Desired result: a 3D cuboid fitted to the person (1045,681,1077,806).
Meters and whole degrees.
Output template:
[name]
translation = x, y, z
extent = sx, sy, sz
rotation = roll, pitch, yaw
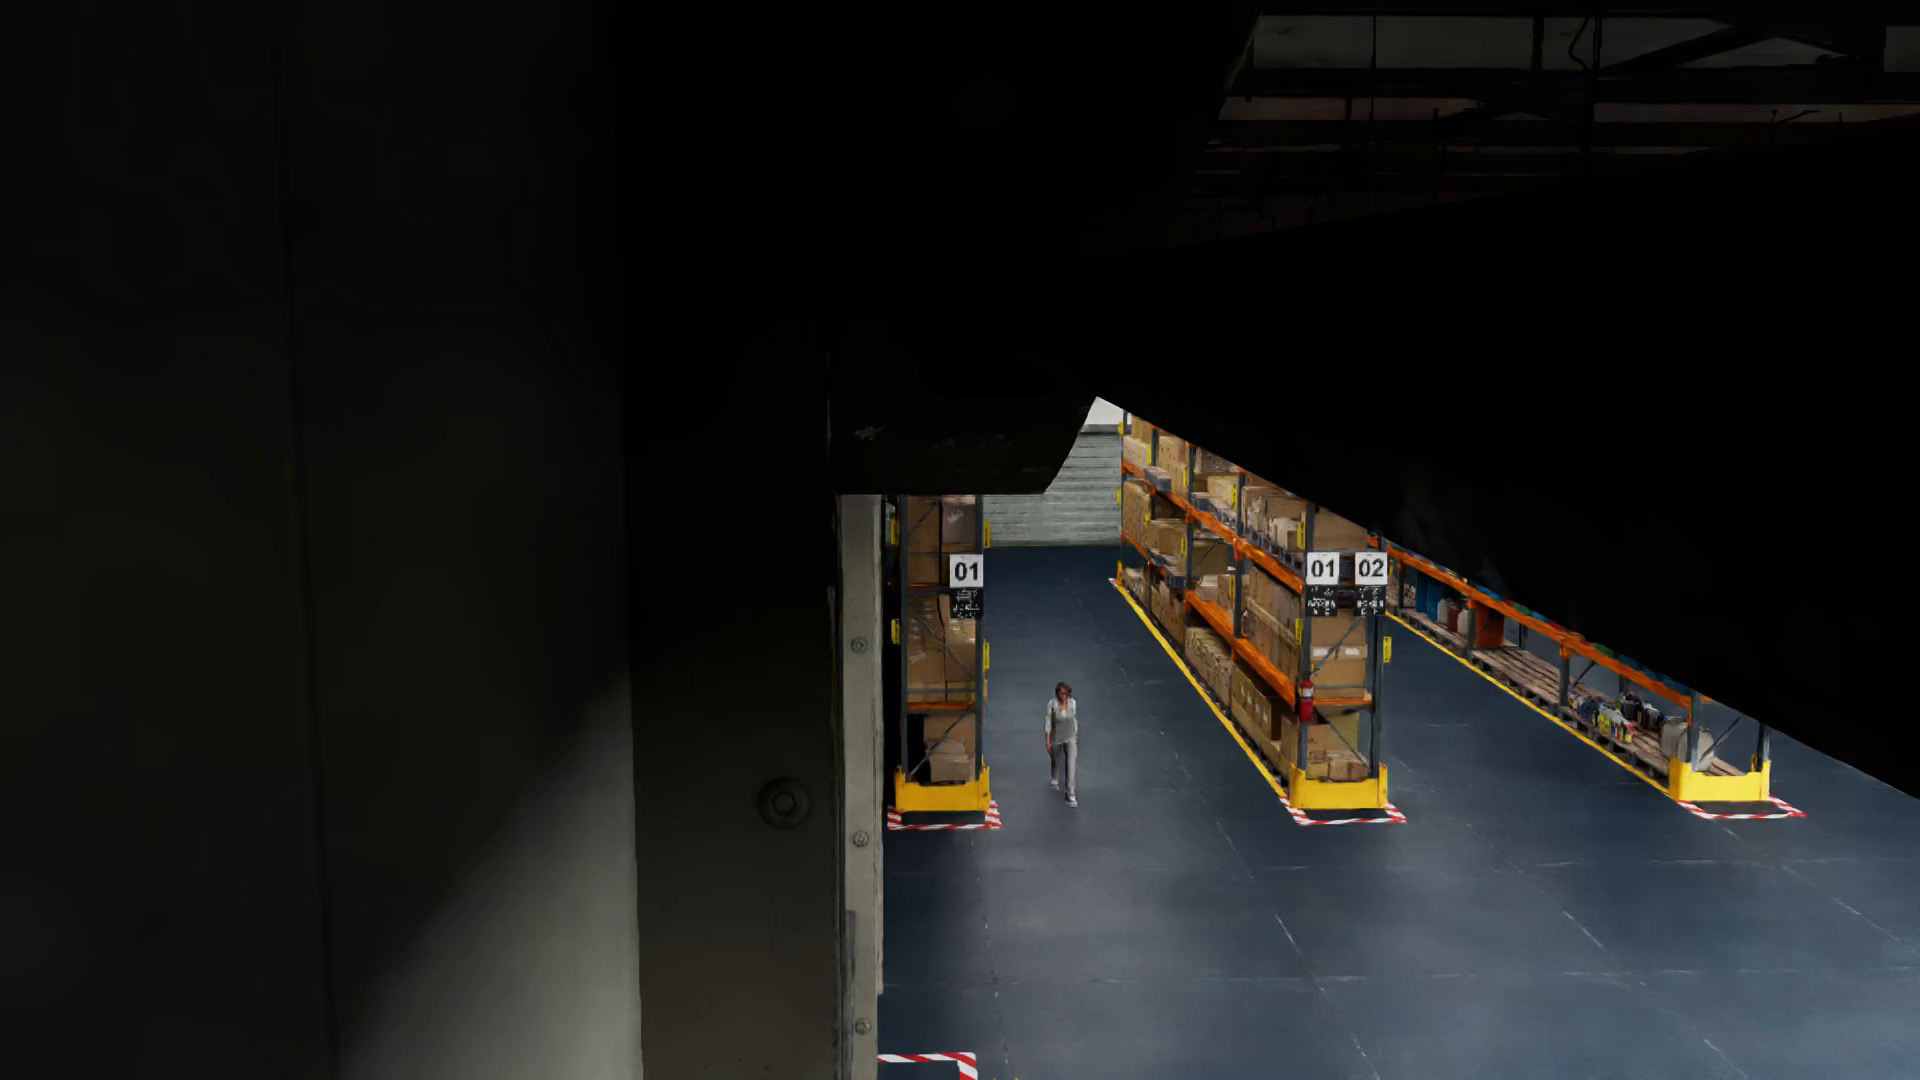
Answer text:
[person]
translation = 1.270, 2.501, 20.901
extent = 0.417, 1.517, 1.036
rotation = 0, 8, 0
